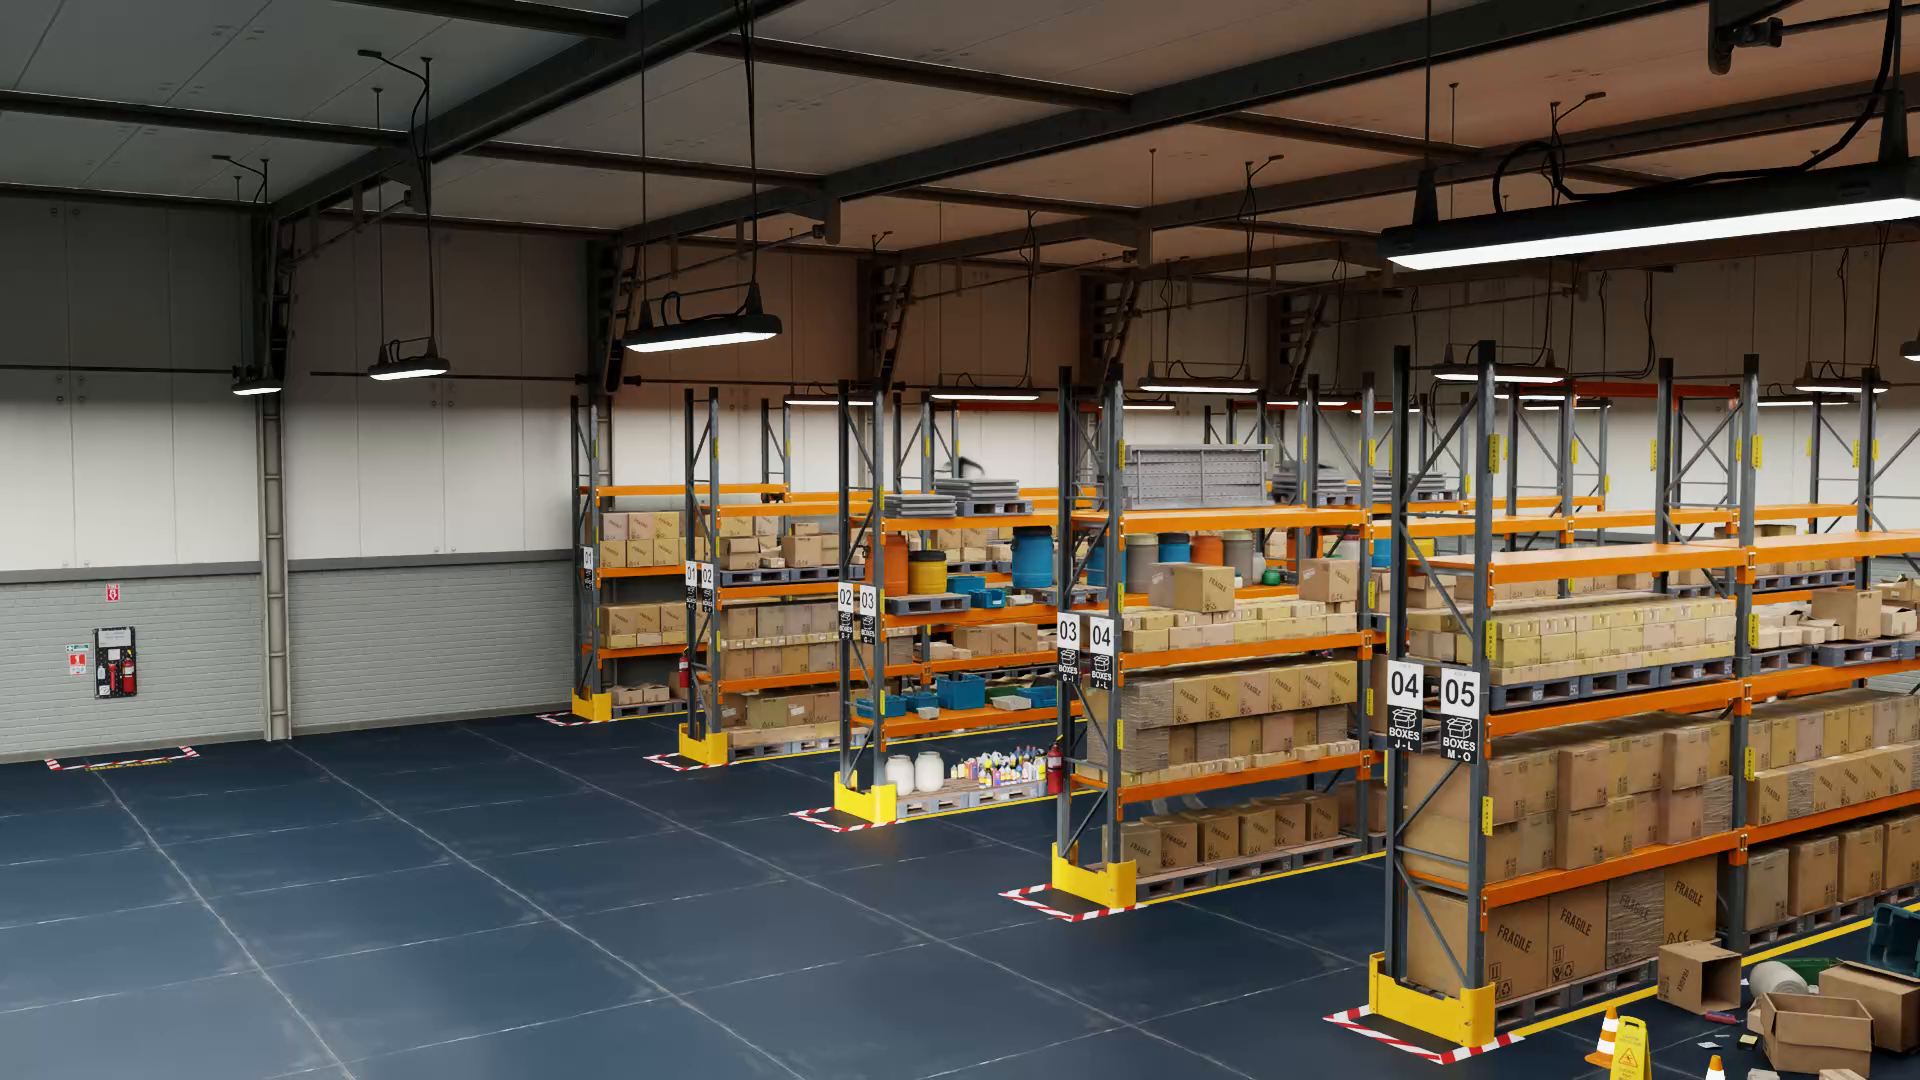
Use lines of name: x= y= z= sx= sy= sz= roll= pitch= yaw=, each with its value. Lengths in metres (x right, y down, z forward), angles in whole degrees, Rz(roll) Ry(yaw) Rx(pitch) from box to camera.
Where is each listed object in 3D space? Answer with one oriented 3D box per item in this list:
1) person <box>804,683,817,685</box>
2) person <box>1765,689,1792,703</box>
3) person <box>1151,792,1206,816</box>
person: x=-2.873 y=2.644 z=29.993 sx=0.973 sy=1.413 sz=0.595 roll=-1 pitch=4 yaw=-20
person: x=11.700 y=2.853 z=23.751 sx=0.654 sy=1.753 sz=0.691 roll=3 pitch=5 yaw=45
person: x=2.892 y=3.088 z=21.653 sx=1.027 sy=1.513 sz=0.571 roll=-1 pitch=4 yaw=-21
